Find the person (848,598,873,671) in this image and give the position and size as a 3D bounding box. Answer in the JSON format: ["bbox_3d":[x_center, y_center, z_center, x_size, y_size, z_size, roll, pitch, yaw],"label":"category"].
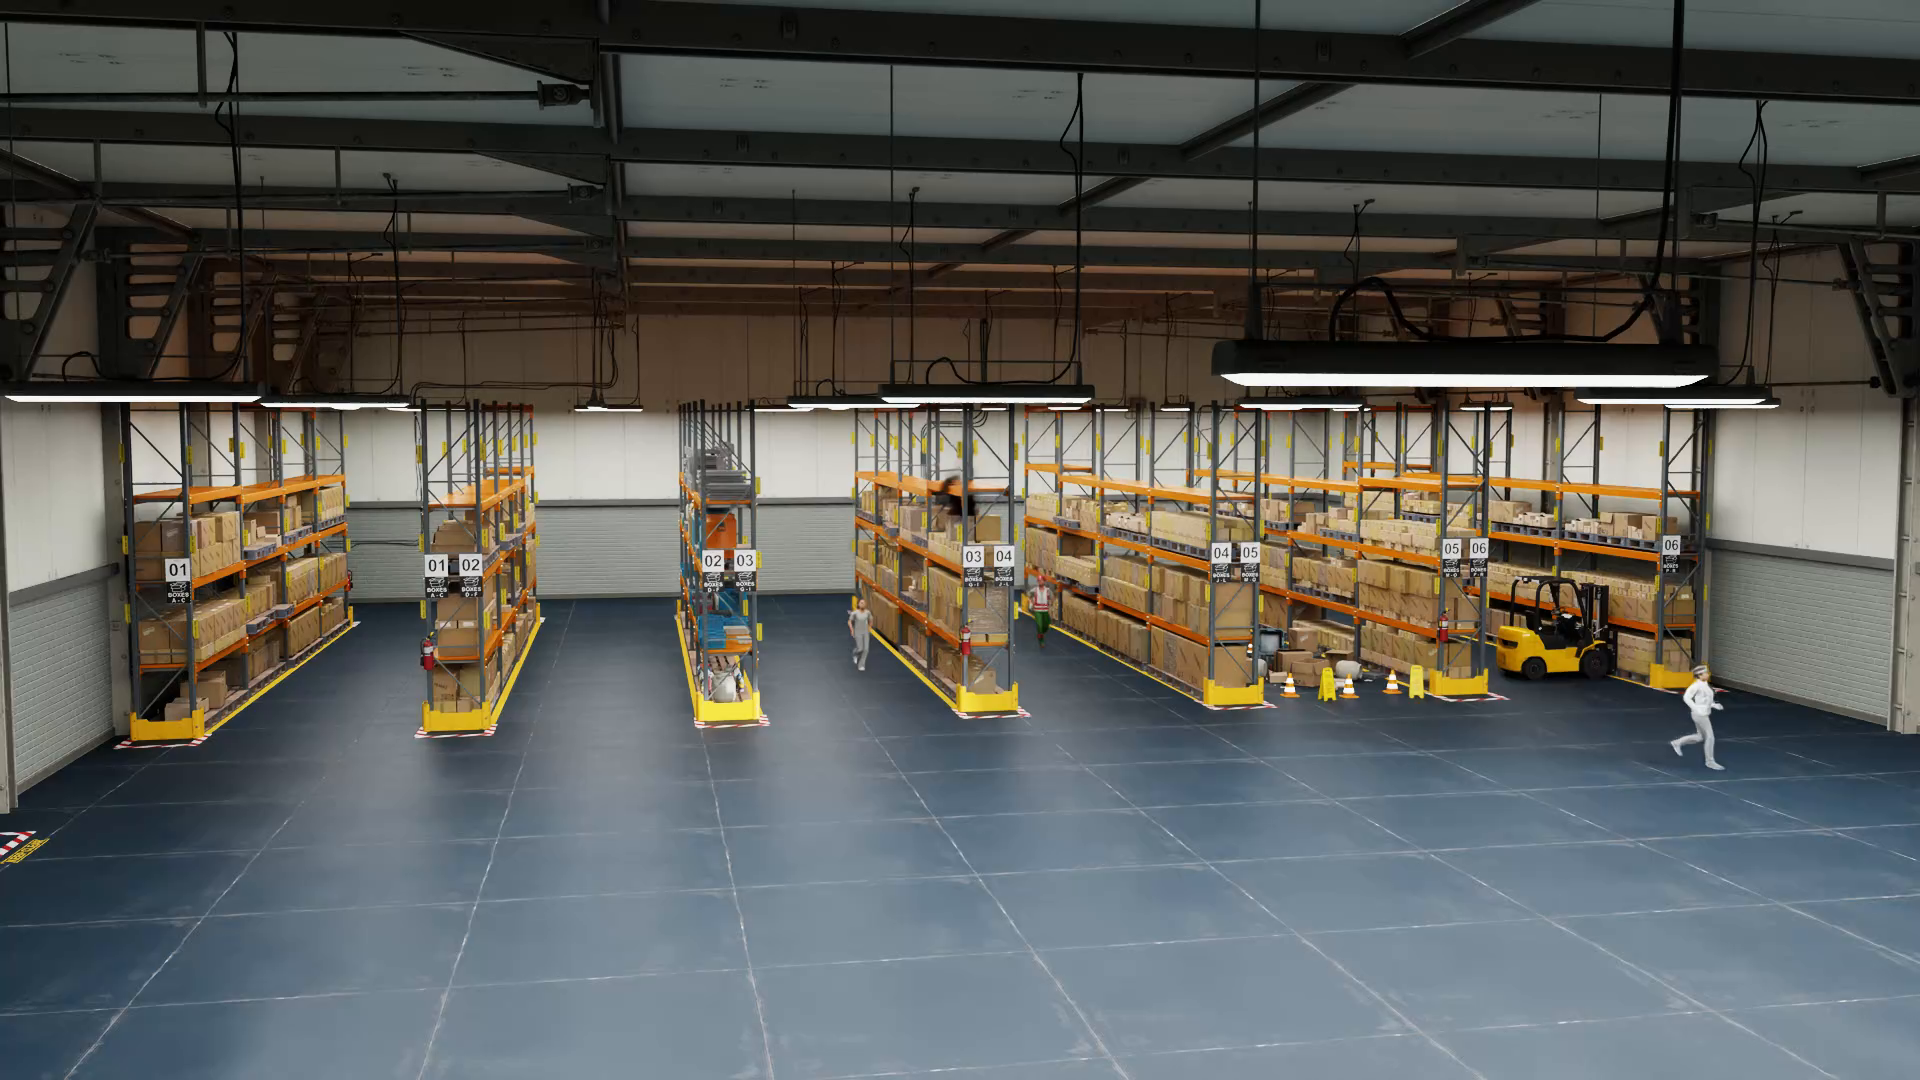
[{"bbox_3d":[-2.207,2.120,37.241,0.567,1.605,0.568,-1,5,-19],"label":"person"}]

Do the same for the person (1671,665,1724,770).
[{"bbox_3d":[11.994,2.857,27.022,0.842,1.696,0.618,3,5,36],"label":"person"}]

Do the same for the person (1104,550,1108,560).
[{"bbox_3d":[4.309,1.108,50.471,0.599,1.640,0.577,-1,4,-10],"label":"person"}]

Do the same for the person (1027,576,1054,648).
[{"bbox_3d":[1.993,1.757,40.977,0.667,1.756,0.838,-1,4,-9],"label":"person"}]

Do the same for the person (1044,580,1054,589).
[{"bbox_3d":[2.654,1.114,49.864,0.857,1.689,0.615,2,5,22],"label":"person"}]
